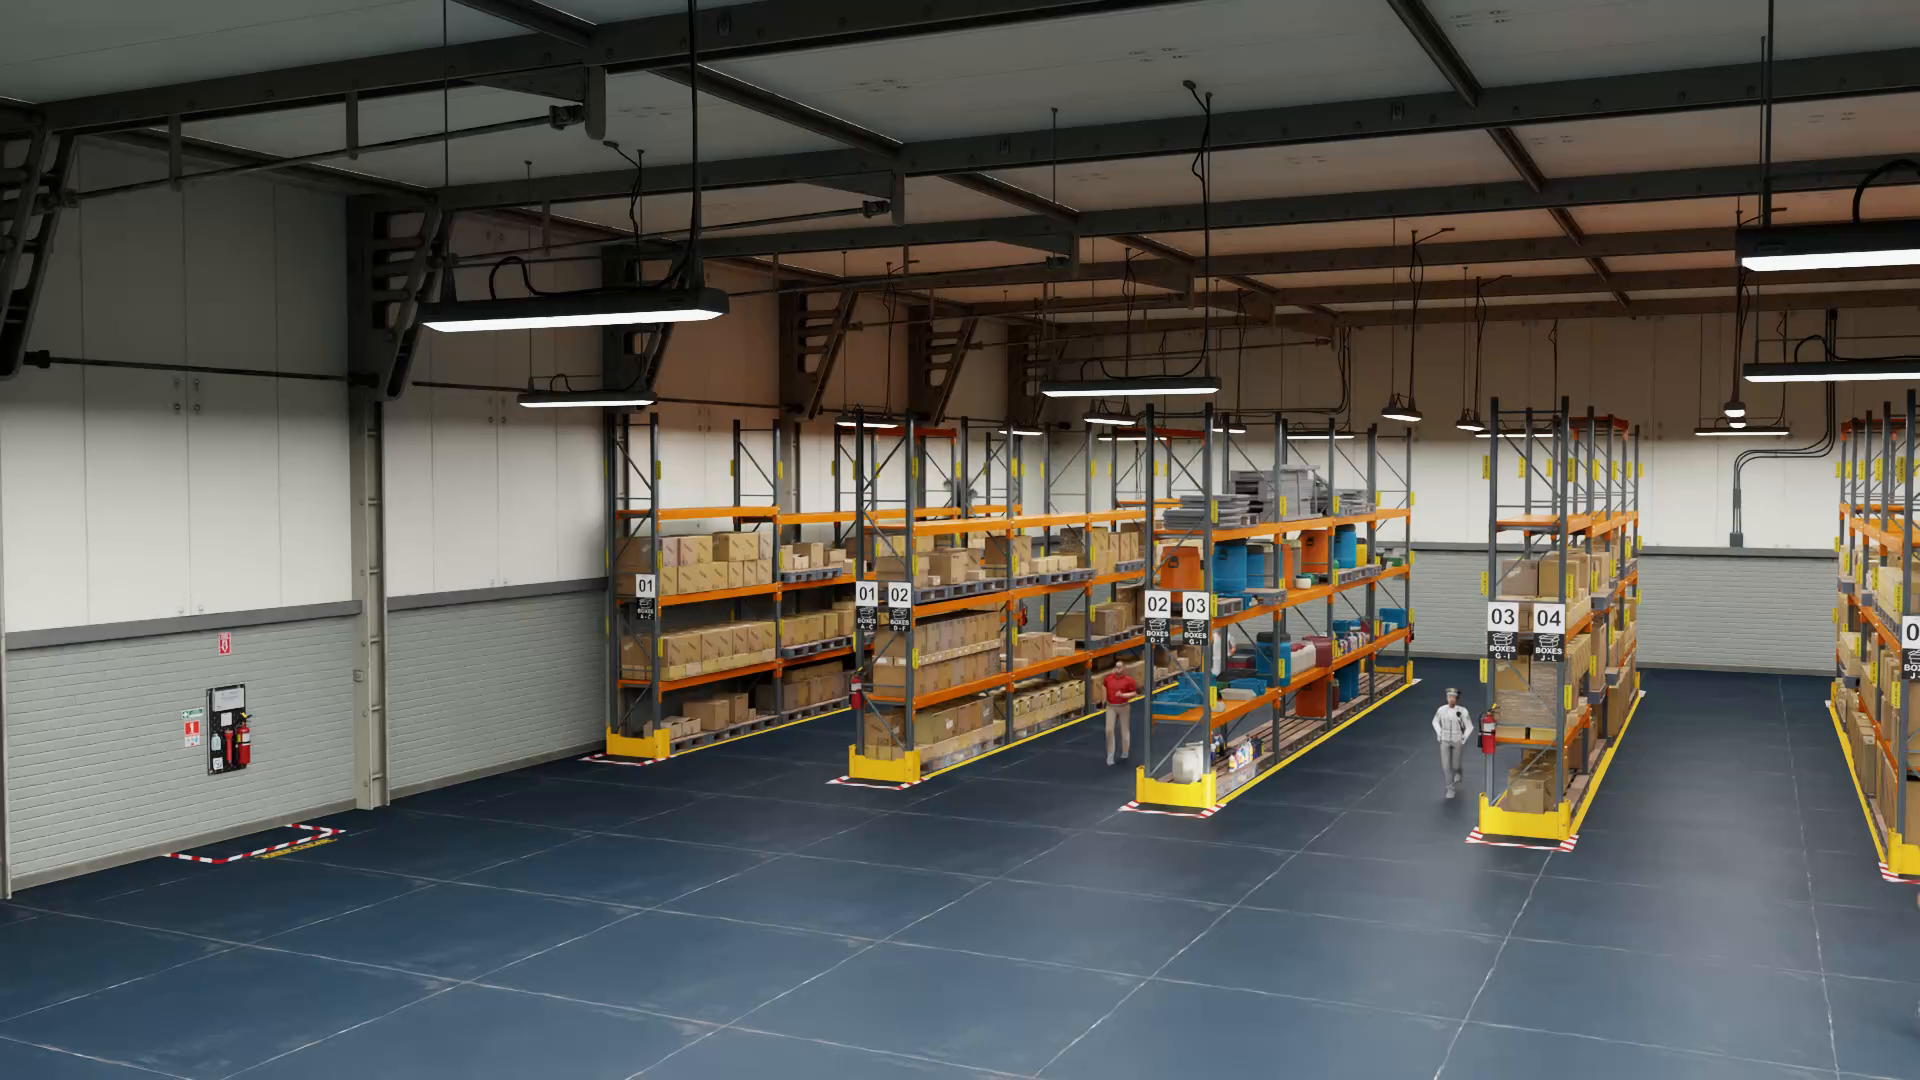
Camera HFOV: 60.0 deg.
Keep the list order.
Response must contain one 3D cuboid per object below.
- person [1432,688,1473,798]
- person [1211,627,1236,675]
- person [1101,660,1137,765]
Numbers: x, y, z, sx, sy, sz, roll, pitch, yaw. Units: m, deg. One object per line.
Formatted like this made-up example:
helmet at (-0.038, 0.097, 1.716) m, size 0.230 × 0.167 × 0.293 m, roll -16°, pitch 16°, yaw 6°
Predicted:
person at (7.585, 3.107, 25.641) m, size 0.618 × 1.668 × 0.655 m, roll 1°, pitch 3°, yaw 24°
person at (5.628, 2.615, 35.927) m, size 0.652 × 1.740 × 0.581 m, roll 0°, pitch 2°, yaw 10°
person at (2.708, 2.957, 28.413) m, size 0.633 × 1.802 × 0.776 m, roll 1°, pitch 2°, yaw 14°
